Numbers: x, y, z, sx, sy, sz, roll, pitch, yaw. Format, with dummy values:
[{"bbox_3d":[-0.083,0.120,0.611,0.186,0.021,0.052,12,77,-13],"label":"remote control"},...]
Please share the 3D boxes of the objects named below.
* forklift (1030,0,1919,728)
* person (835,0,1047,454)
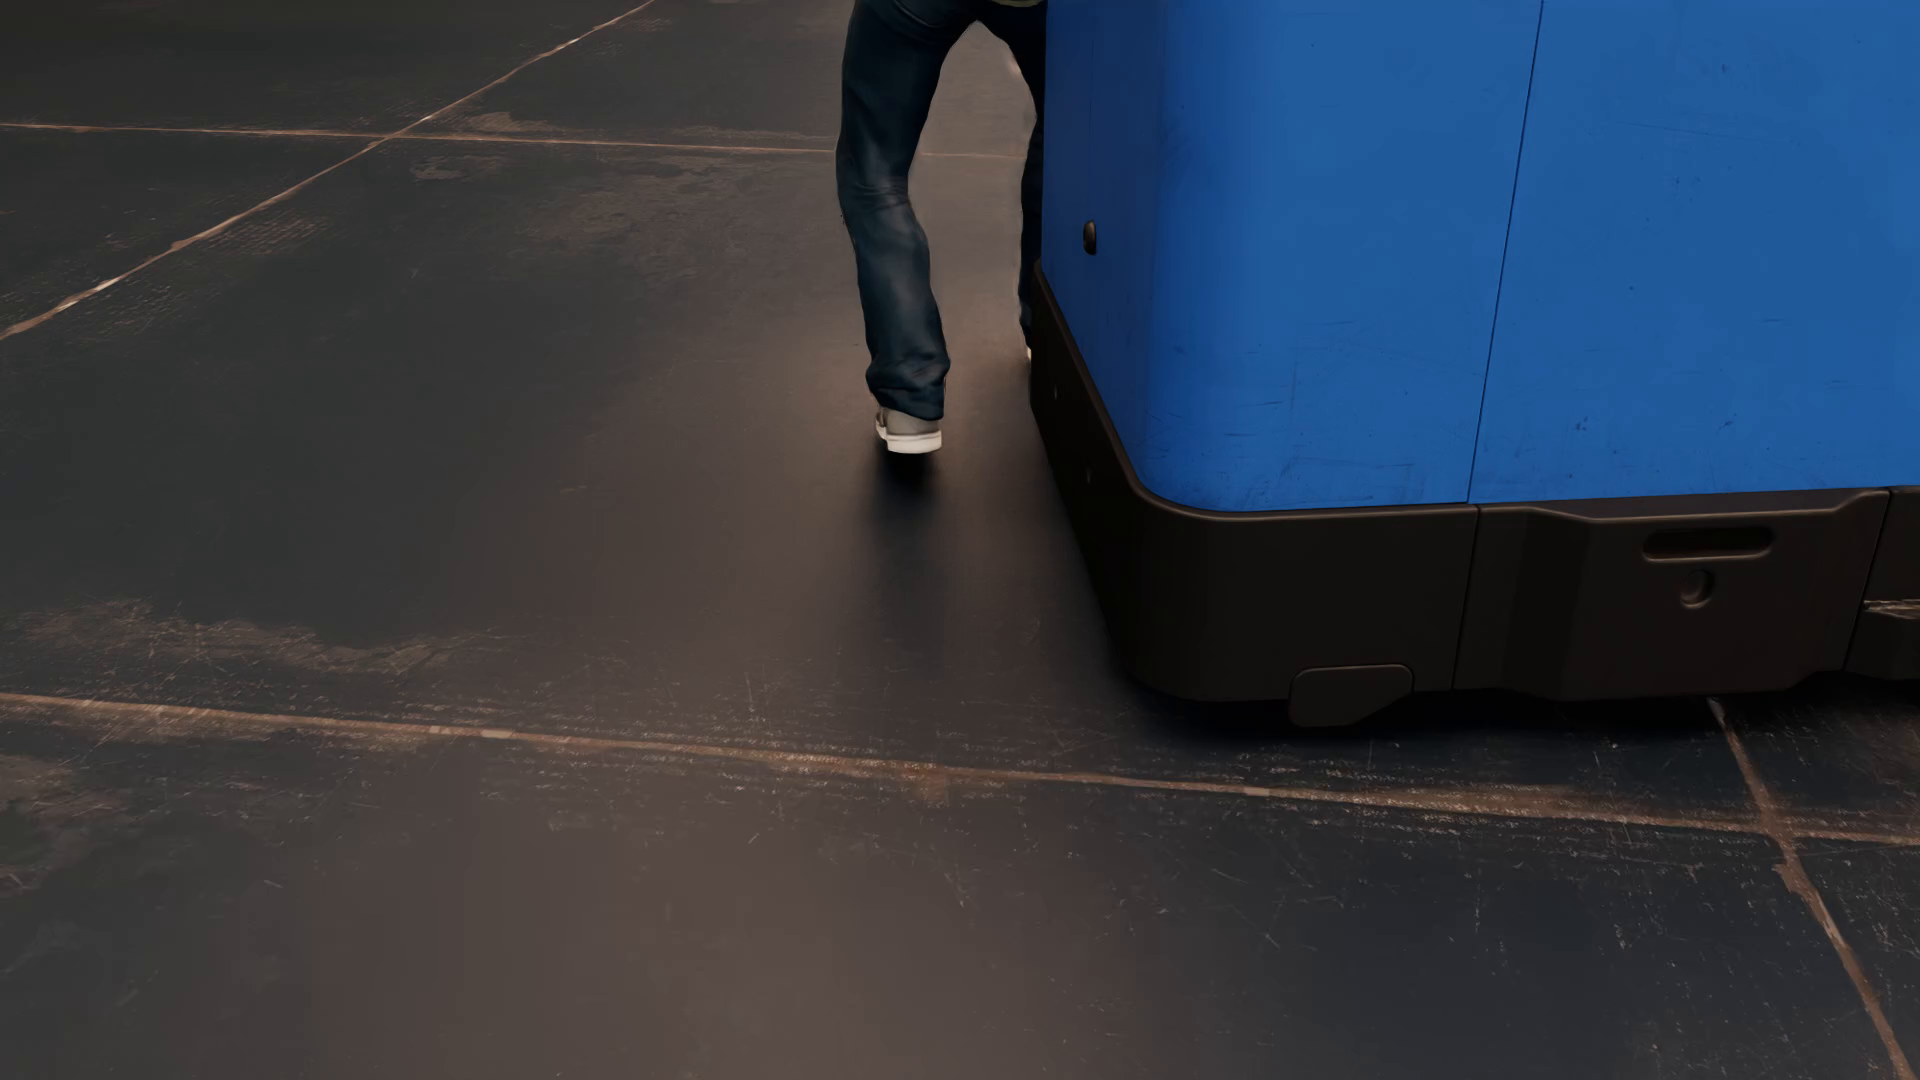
[{"bbox_3d":[1.666,-1.348,1.919,3.031,2.935,1.130,-2,27,-5],"label":"forklift"},{"bbox_3d":[0.078,-0.932,2.709,0.593,1.486,0.787,-4,27,-9],"label":"person"}]
